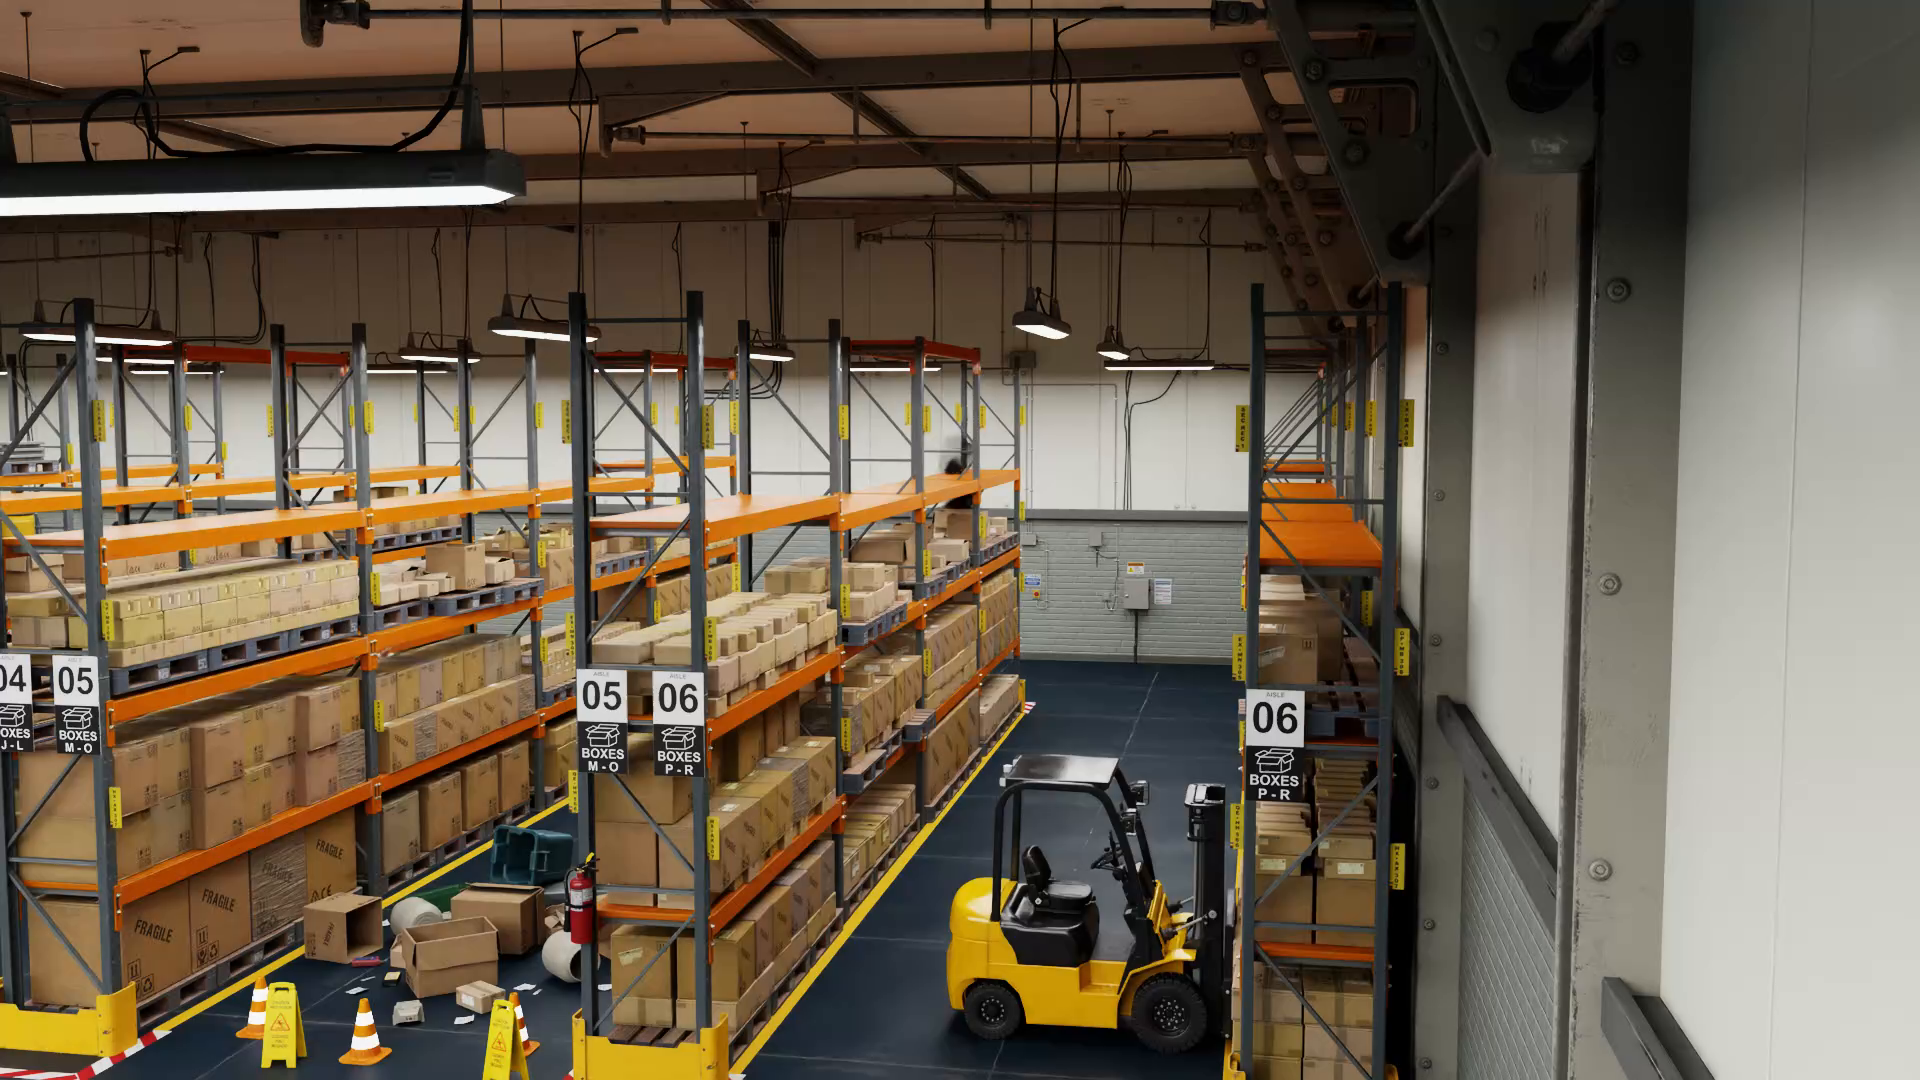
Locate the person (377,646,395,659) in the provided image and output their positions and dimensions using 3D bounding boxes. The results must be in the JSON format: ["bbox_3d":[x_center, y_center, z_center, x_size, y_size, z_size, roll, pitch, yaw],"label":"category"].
[{"bbox_3d":[-8.376,2.328,24.236,0.672,1.848,0.855,0,5,1],"label":"person"}]
